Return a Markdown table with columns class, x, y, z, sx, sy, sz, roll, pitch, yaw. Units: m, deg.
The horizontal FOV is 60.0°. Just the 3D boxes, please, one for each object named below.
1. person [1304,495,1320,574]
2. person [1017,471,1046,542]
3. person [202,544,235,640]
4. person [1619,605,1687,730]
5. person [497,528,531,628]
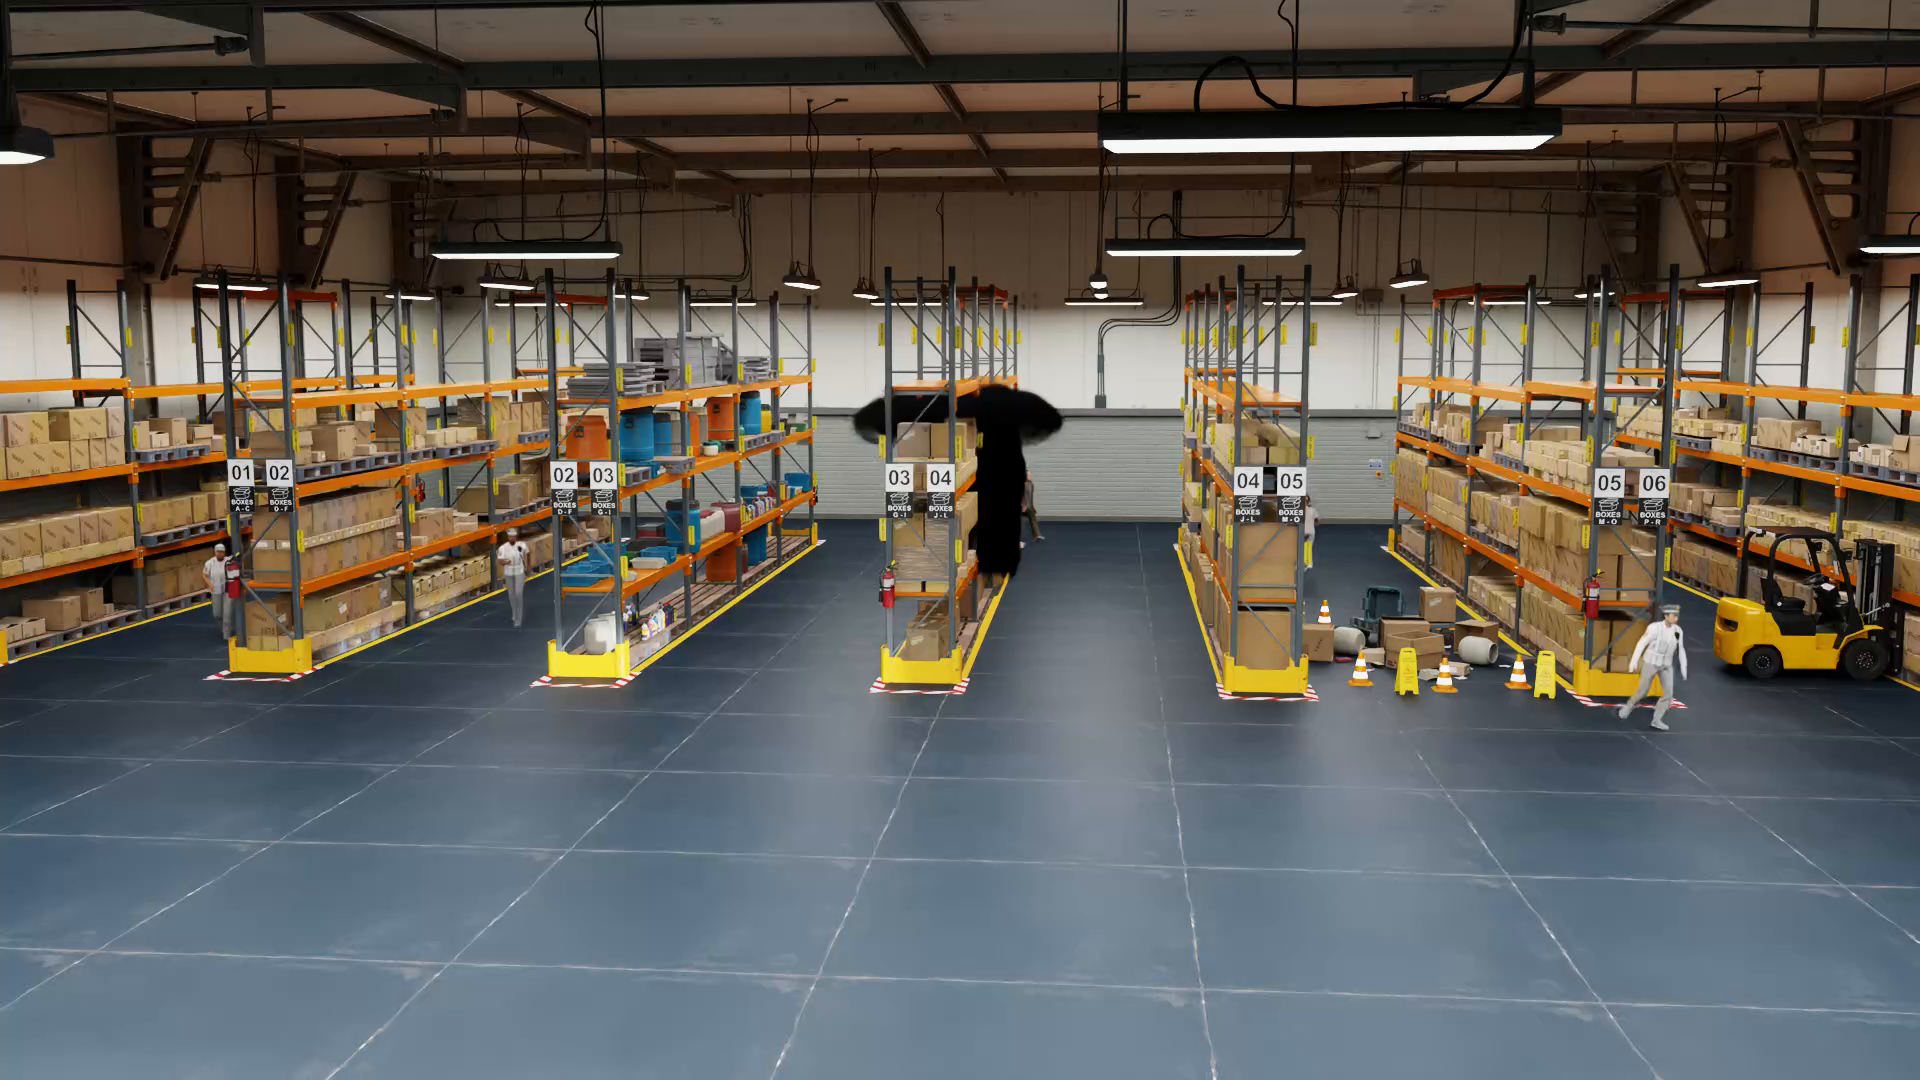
| class | x | y | z | sx | sy | sz | roll | pitch | yaw |
| --- | --- | --- | --- | --- | --- | --- | --- | --- | --- |
| person | 7.222 | -0.093 | 34.443 | 0.539 | 1.639 | 0.829 | -1 | 7 | -5 |
| person | 1.628 | -0.828 | 40.881 | 0.622 | 1.718 | 1.110 | -5 | 9 | -35 |
| person | -12.327 | 0.847 | 27.820 | 0.606 | 1.613 | 0.659 | -2 | 7 | -16 |
| person | 8.963 | 1.596 | 21.494 | 0.679 | 1.614 | 0.682 | -1 | 7 | -8 |
| person | -7.793 | 0.642 | 29.052 | 0.501 | 1.747 | 0.848 | -1 | 7 | -5 |
